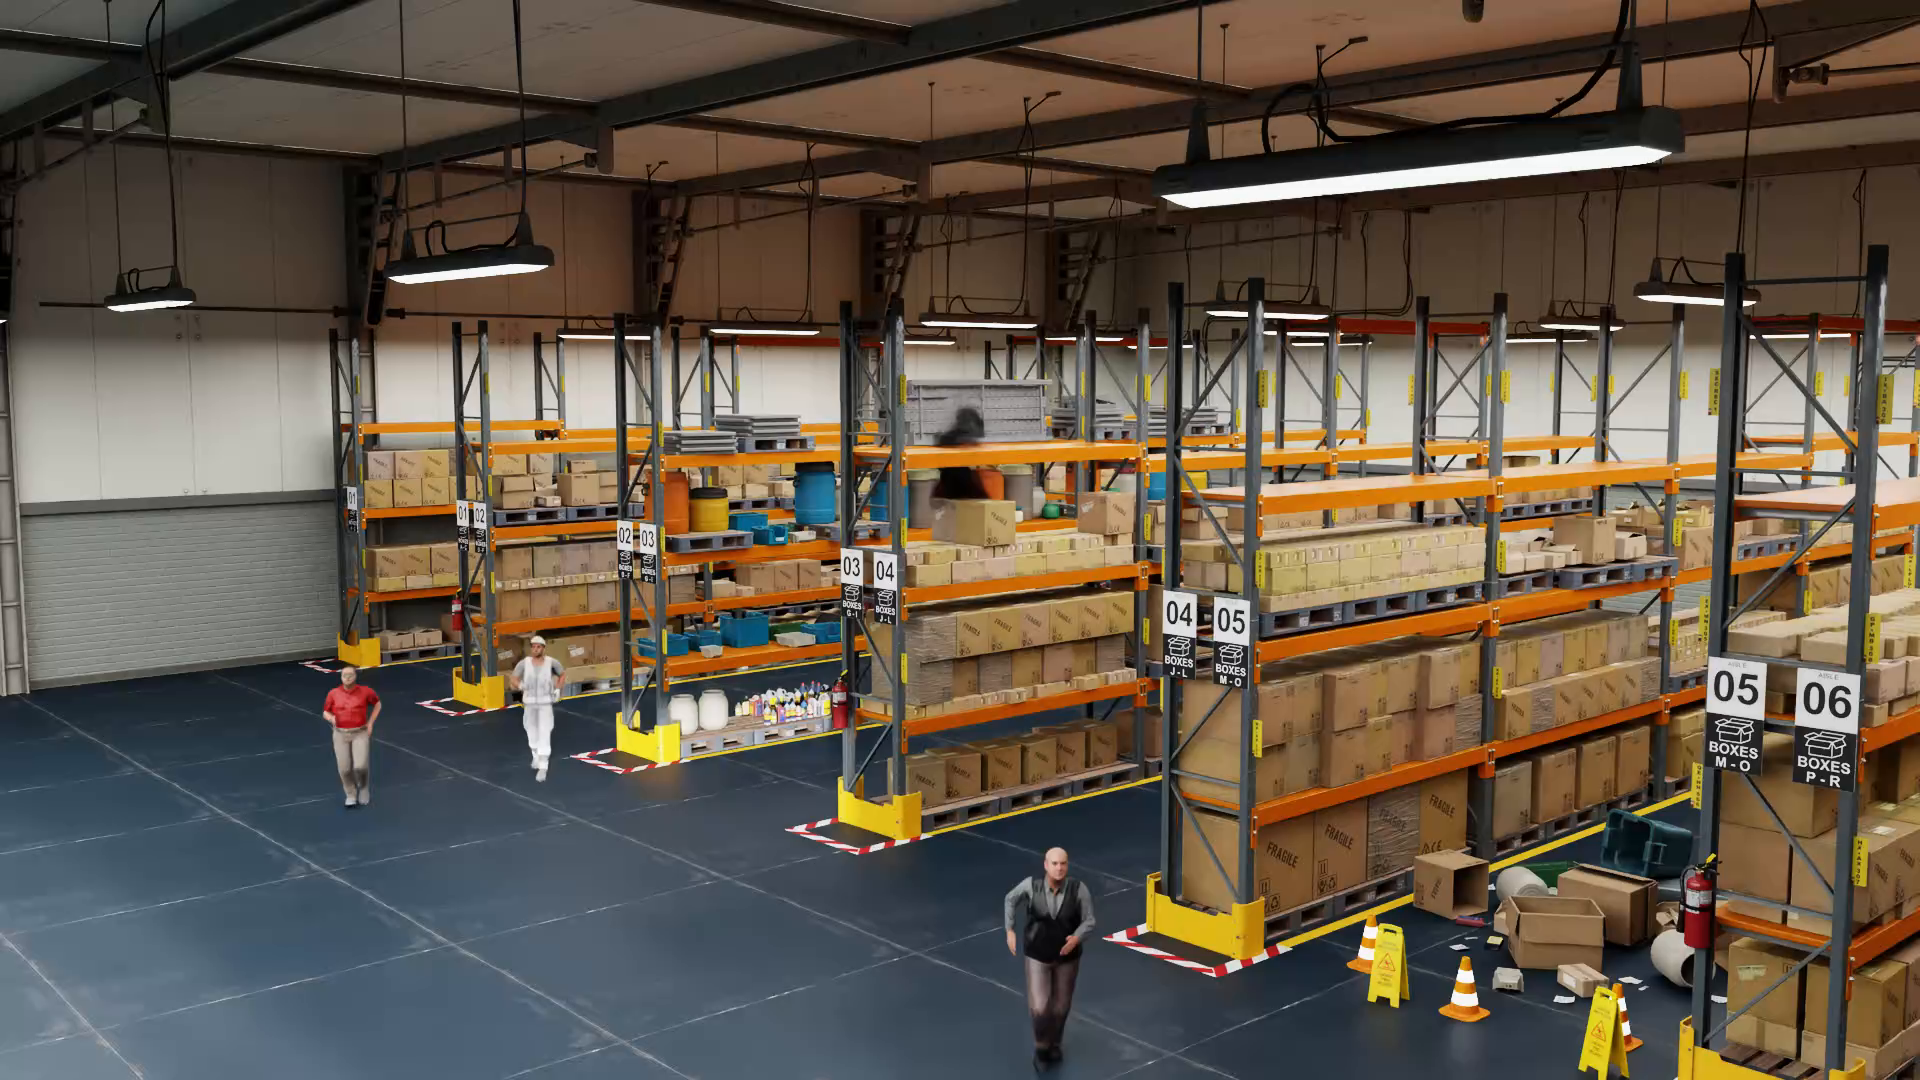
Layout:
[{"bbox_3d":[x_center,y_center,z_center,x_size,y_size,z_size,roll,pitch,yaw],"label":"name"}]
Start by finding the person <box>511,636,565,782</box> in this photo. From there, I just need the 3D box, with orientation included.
[{"bbox_3d":[-5.456,2.138,21.438,0.659,1.805,0.879,0,6,-3],"label":"person"}]

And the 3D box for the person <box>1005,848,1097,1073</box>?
[{"bbox_3d":[0.678,3.121,12.330,0.662,1.729,0.714,0,6,-3],"label":"person"}]

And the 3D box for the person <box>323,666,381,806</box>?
[{"bbox_3d":[-7.262,2.363,19.843,0.648,1.704,0.617,-1,6,-14],"label":"person"}]
